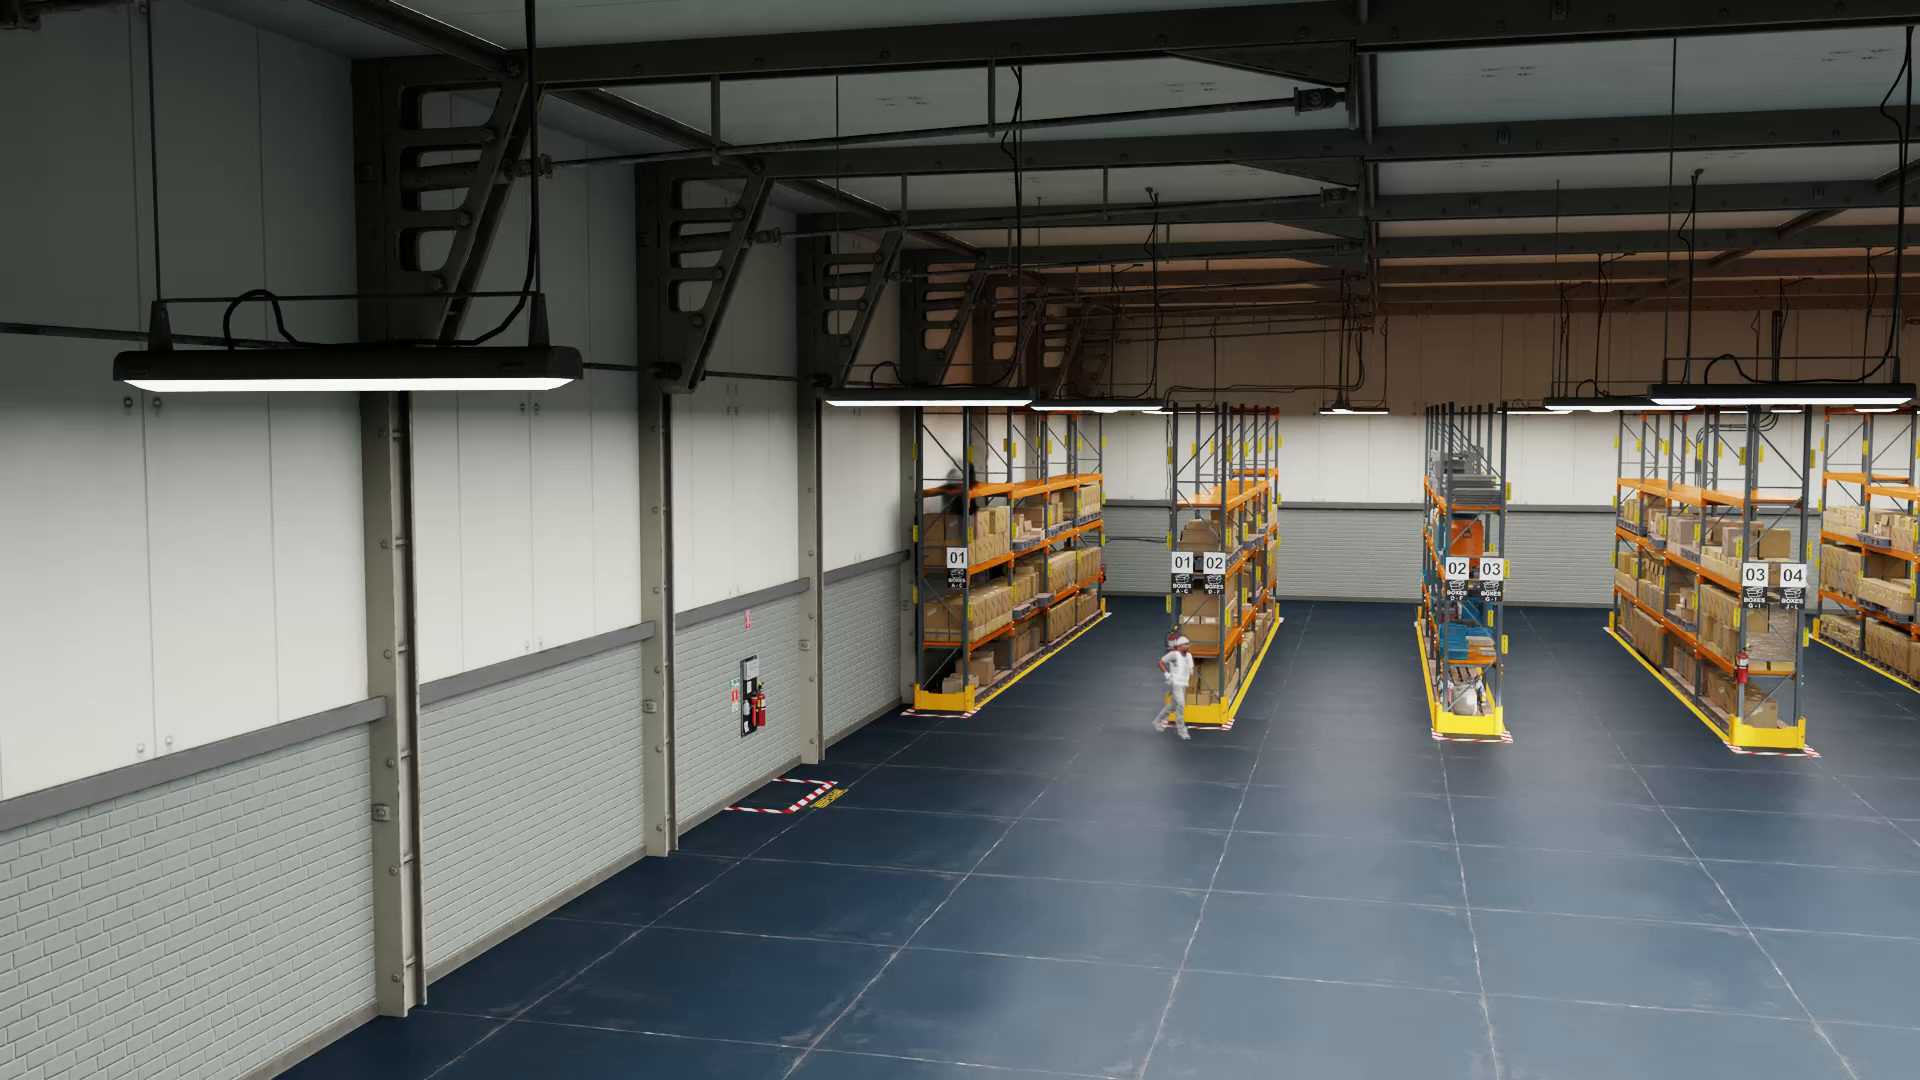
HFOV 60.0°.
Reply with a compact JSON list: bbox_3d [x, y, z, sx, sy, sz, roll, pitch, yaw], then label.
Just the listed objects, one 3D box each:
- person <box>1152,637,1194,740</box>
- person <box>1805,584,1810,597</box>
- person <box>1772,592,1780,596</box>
[{"bbox_3d":[3.940,2.629,29.955,0.916,1.788,0.692,4,6,44],"label":"person"},{"bbox_3d":[22.242,1.612,44.336,0.766,1.762,0.788,0,4,-6],"label":"person"},{"bbox_3d":[20.581,1.756,41.759,0.676,1.733,0.899,2,5,24],"label":"person"}]
